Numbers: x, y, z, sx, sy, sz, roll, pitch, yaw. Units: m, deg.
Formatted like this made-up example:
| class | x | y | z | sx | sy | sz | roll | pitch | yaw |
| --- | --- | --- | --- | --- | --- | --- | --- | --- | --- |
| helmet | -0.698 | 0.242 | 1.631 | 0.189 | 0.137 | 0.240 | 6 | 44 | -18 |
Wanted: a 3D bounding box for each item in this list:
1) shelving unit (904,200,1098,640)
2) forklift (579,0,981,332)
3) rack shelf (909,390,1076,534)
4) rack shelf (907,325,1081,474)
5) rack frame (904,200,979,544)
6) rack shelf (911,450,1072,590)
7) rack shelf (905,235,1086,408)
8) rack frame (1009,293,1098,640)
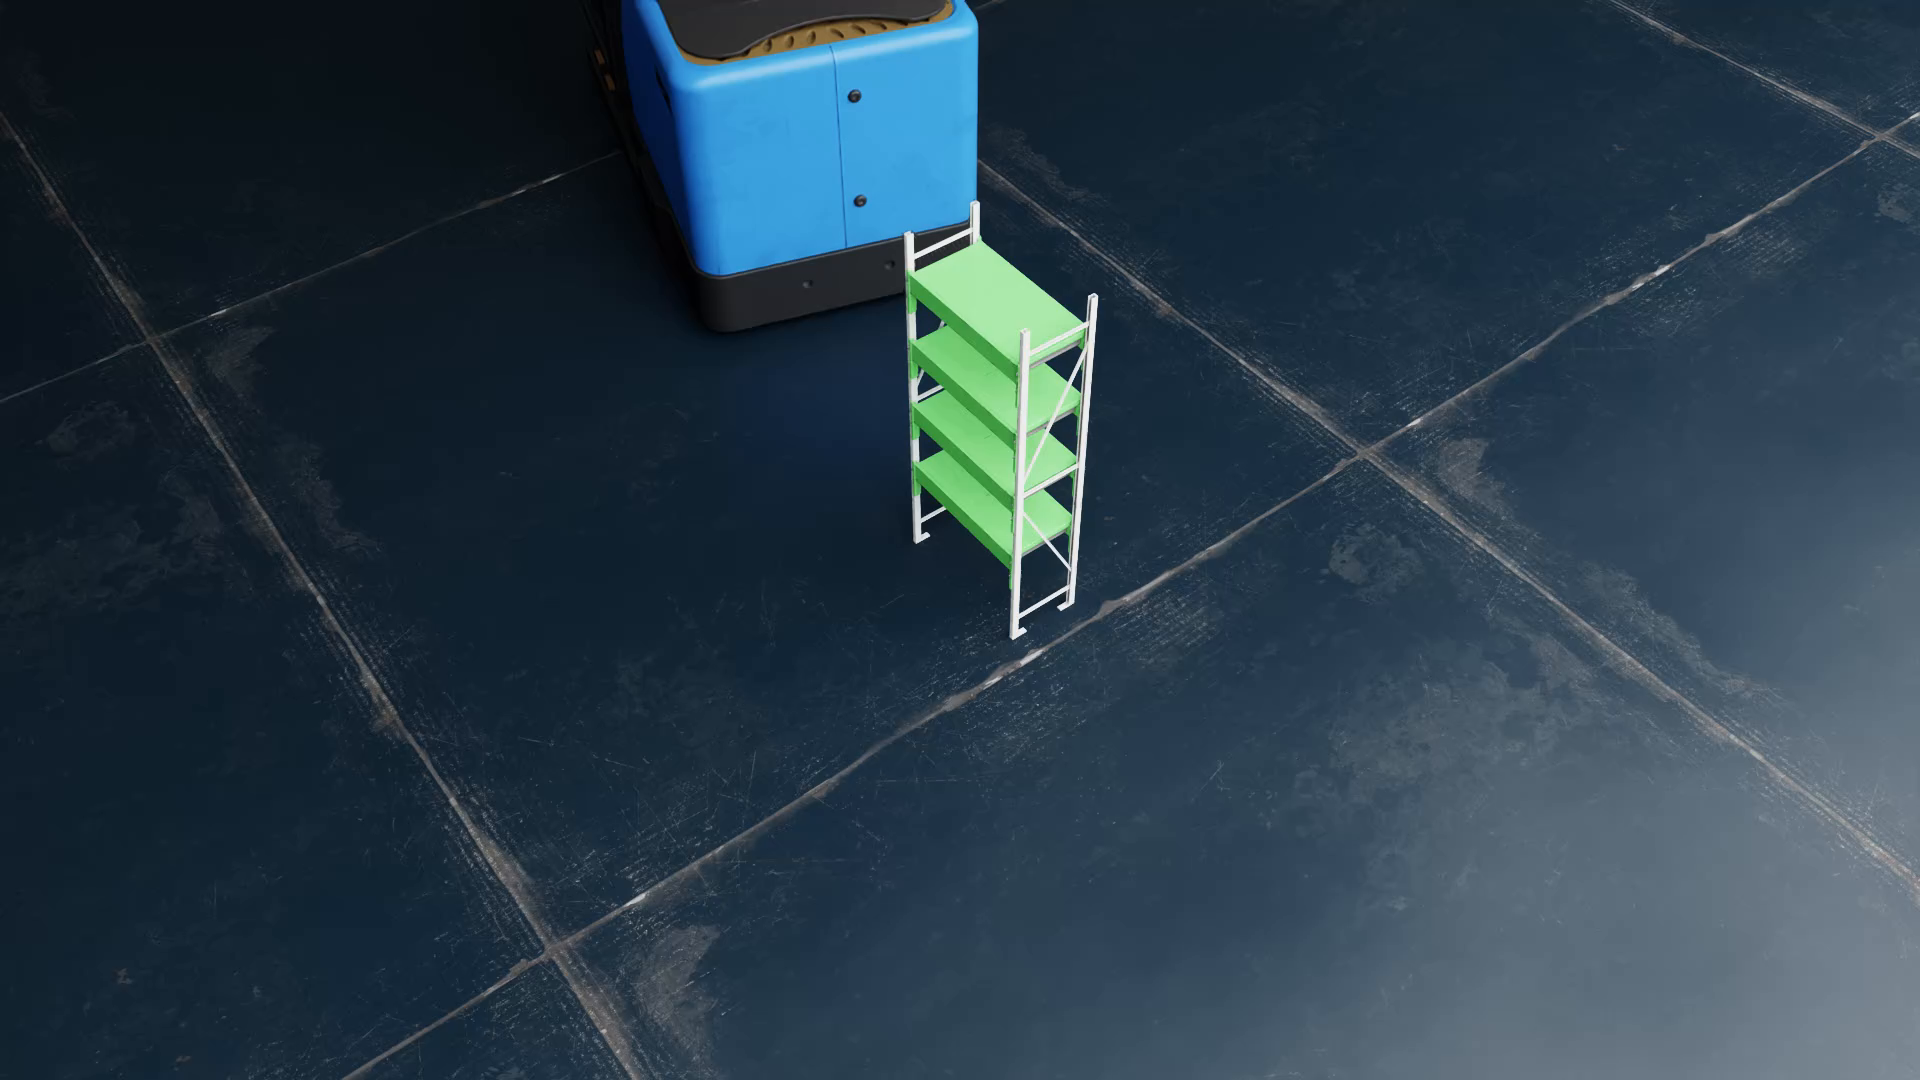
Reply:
| class | x | y | z | sx | sy | sz | roll | pitch | yaw |
| --- | --- | --- | --- | --- | --- | --- | --- | --- | --- |
| shelving unit | 0.100 | -0.305 | 4.717 | 0.258 | 1.200 | 0.503 | -29 | 54 | -24 |
| forklift | -0.907 | -2.827 | 5.834 | 1.130 | 2.935 | 3.031 | -15 | 50 | -13 |
| rack shelf | 0.100 | -0.262 | 4.764 | 0.258 | 0.148 | 0.480 | -29 | 54 | -24 |
| rack shelf | 0.100 | -0.424 | 4.587 | 0.258 | 0.148 | 0.480 | -29 | 54 | -24 |
| rack frame | -0.048 | -0.449 | 4.847 | 0.240 | 1.200 | 0.015 | -29 | 54 | -24 |
| rack shelf | 0.100 | -0.101 | 4.942 | 0.258 | 0.148 | 0.480 | -29 | 54 | -24 |
| rack shelf | 0.100 | -0.585 | 4.409 | 0.258 | 0.148 | 0.480 | -29 | 54 | -24 |
| rack frame | 0.248 | -0.162 | 4.587 | 0.240 | 1.200 | 0.015 | -29 | 54 | -24 |
